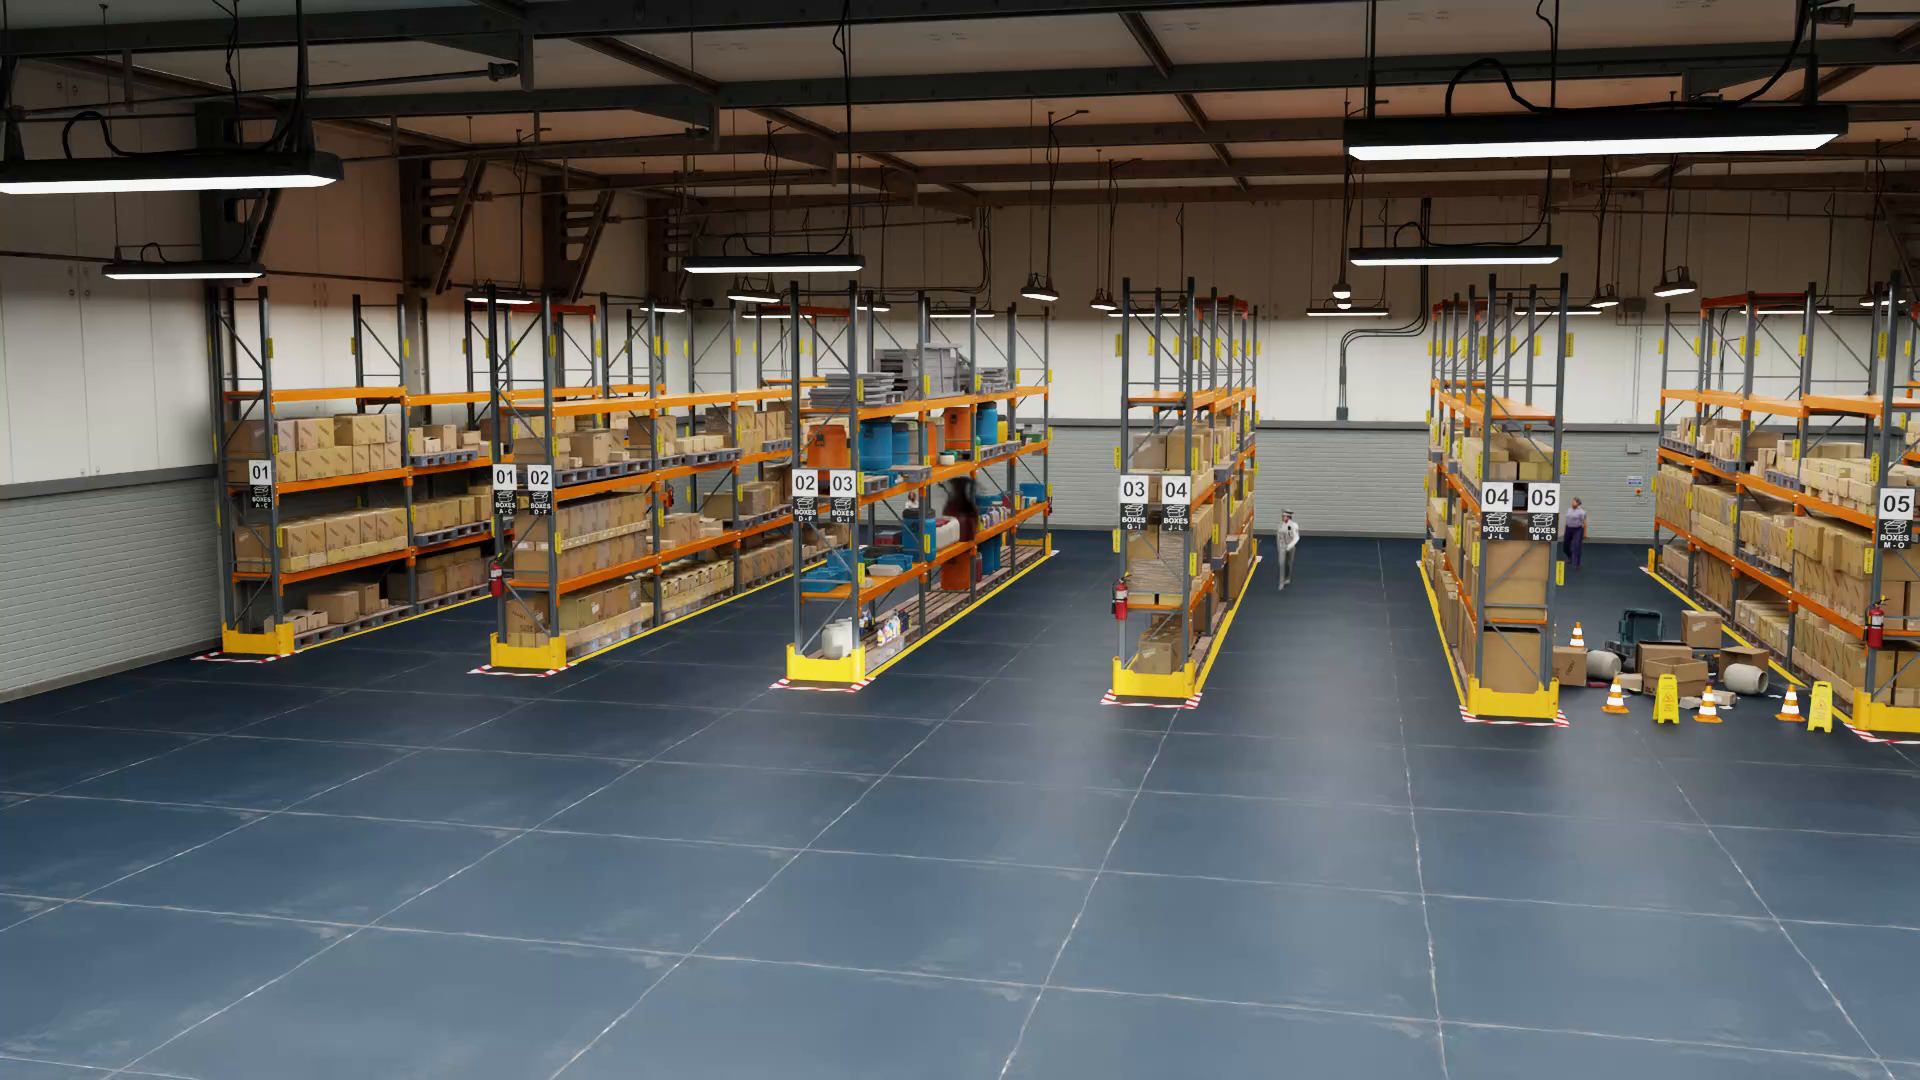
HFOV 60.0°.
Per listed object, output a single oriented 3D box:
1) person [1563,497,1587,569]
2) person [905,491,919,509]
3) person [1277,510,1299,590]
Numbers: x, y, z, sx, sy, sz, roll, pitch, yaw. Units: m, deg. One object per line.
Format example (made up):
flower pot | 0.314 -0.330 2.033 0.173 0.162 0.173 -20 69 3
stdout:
person | 14.093 -0.171 38.066 0.500 1.616 0.813 4 8 31
person | -1.109 -0.371 39.945 0.497 1.616 0.460 6 9 41
person | 6.897 0.190 35.009 0.468 1.683 0.908 1 7 12
